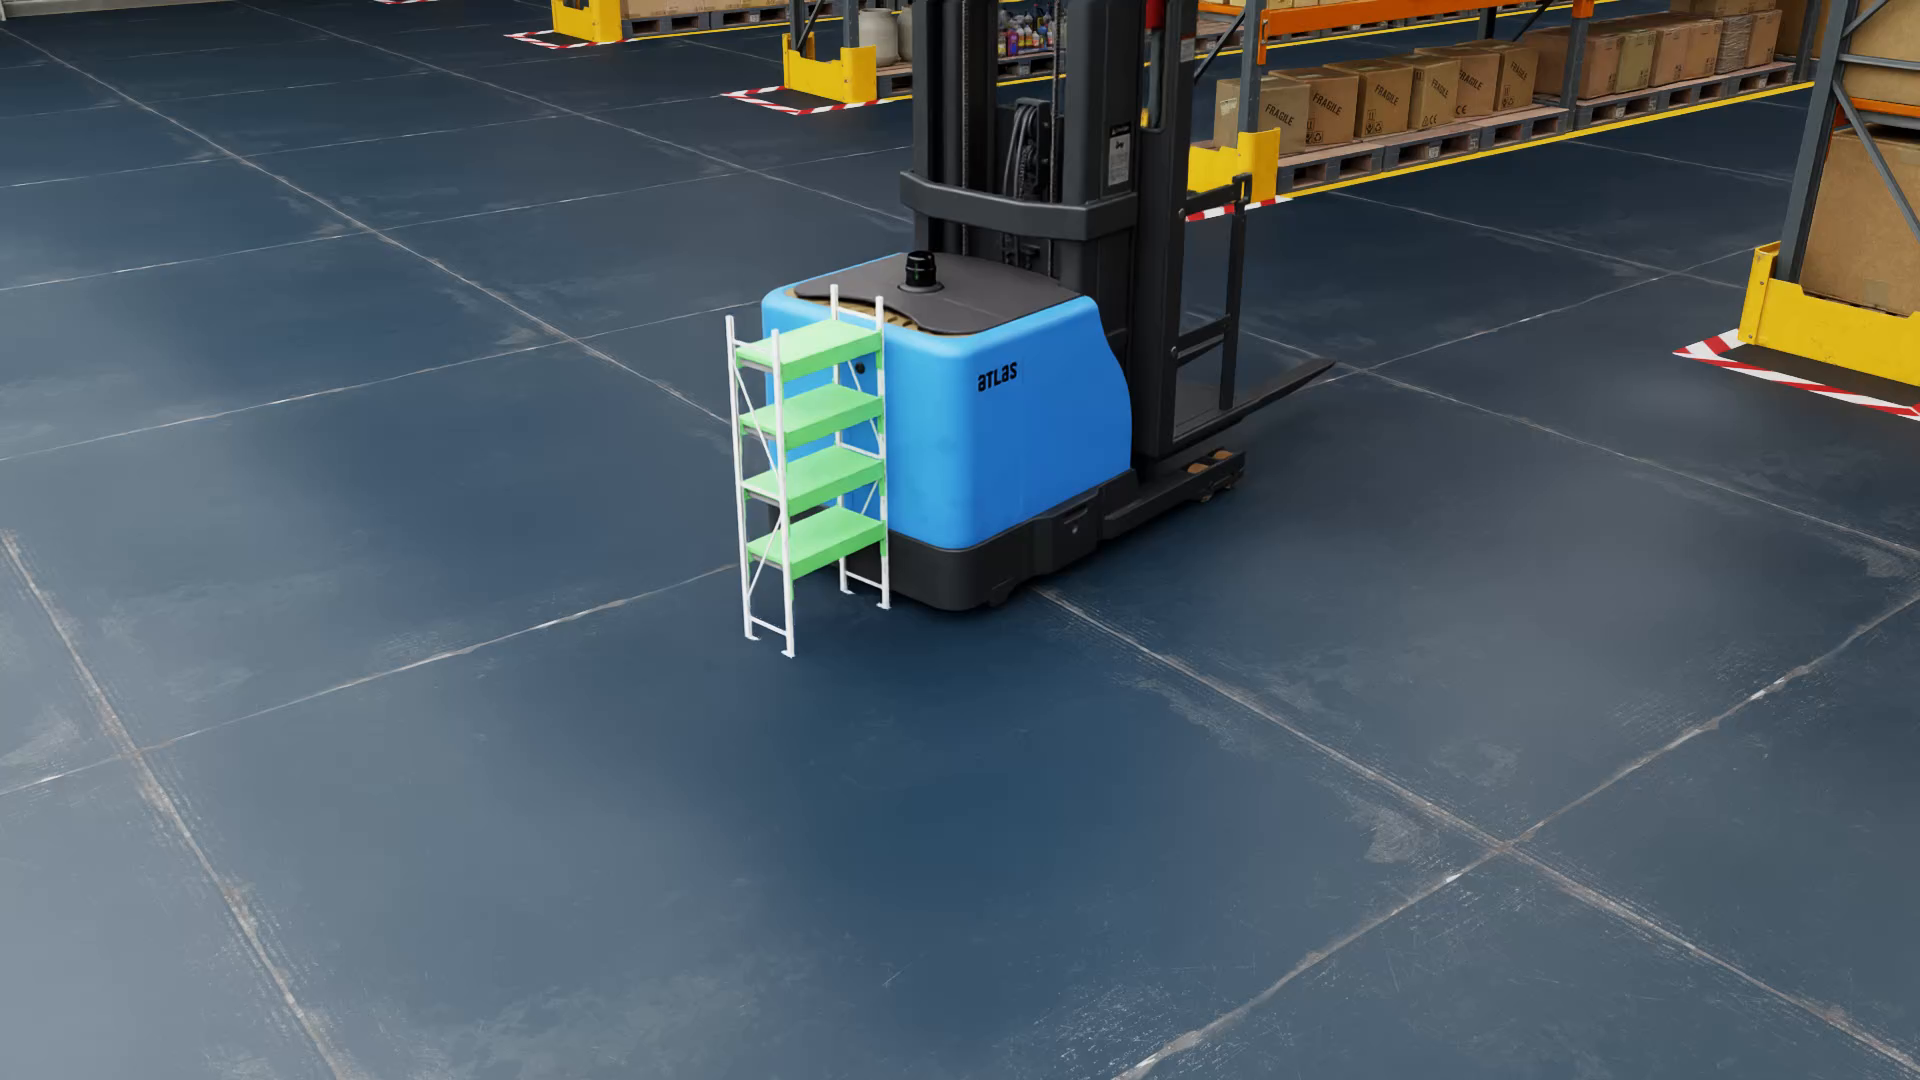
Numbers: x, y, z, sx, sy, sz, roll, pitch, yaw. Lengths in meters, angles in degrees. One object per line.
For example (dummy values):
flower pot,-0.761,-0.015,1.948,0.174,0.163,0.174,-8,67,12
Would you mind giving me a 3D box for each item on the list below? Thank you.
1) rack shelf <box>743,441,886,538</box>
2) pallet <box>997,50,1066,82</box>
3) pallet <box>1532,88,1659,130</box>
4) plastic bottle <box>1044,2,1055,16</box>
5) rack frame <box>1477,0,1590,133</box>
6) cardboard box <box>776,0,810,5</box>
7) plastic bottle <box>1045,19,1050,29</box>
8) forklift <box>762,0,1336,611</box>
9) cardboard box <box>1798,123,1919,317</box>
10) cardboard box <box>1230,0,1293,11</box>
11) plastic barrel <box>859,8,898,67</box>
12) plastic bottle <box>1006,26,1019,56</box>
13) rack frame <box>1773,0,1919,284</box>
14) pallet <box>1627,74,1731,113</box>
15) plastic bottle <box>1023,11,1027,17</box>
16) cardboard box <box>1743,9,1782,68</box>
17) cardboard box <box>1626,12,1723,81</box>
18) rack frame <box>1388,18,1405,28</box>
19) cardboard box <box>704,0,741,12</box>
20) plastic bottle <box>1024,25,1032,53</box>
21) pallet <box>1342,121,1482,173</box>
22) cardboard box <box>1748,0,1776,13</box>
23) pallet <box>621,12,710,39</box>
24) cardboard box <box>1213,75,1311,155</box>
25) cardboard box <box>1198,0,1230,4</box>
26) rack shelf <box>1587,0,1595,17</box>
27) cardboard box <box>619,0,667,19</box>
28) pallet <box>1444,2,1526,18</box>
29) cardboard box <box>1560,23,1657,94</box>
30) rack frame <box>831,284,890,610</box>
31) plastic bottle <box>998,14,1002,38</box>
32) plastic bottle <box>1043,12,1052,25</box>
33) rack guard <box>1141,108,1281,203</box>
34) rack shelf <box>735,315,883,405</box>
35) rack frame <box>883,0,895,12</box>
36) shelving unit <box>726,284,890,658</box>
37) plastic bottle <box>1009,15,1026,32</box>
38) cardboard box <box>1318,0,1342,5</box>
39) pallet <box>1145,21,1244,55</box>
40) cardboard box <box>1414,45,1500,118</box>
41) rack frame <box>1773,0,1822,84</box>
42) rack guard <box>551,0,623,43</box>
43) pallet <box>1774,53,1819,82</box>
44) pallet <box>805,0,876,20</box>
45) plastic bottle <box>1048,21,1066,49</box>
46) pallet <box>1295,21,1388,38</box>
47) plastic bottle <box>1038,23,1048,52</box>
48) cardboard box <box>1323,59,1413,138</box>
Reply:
rack shelf,-0.518,-0.184,5.872,0.258,0.148,0.480,20,32,36
pallet,0.348,-4.924,17.109,1.213,0.211,1.003,-18,31,-34
pallet,5.531,-3.965,15.044,1.213,0.211,1.003,-18,31,-34
plastic bottle,0.972,-5.594,17.865,0.185,0.351,0.144,-17,30,-33
rack frame,4.919,-5.028,14.020,0.127,3.000,1.000,-18,31,-34
cardboard box,-2.204,-6.799,20.605,0.500,0.250,0.500,-18,31,-34
plastic bottle,0.933,-5.233,17.167,0.133,0.283,0.061,-18,31,-34
forklift,0.588,-1.615,6.747,1.130,2.935,3.031,20,32,36
cardboard box,5.246,-1.744,8.970,0.875,0.875,0.875,-18,30,-34
cardboard box,2.143,-3.870,11.823,0.250,0.149,0.380,-18,31,-34
plastic barrel,-0.814,-4.888,16.174,0.421,0.512,0.421,0,25,0
plastic bottle,0.524,-5.017,16.701,0.133,0.283,0.061,-18,30,-33
rack frame,4.753,-2.319,8.184,0.127,3.000,1.000,-18,31,-34
pallet,6.492,-4.284,15.730,1.213,0.211,1.003,-18,31,-34
plastic bottle,0.668,-5.485,17.710,0.133,0.283,0.061,-17,30,-32
cardboard box,7.552,-4.952,16.303,0.500,0.500,0.700,-20,32,-37
cardboard box,6.682,-4.654,15.661,0.500,0.500,0.700,-15,29,-30
rack frame,5.011,-7.707,19.794,0.127,3.000,1.000,-18,31,-34
cardboard box,-2.994,-6.541,20.048,0.500,0.250,0.500,-18,31,-34
plastic bottle,0.683,-5.074,16.838,0.097,0.271,0.097,0,25,0
pallet,3.452,-3.258,13.519,1.213,0.211,1.003,-18,31,-34
cardboard box,7.558,-5.289,16.138,0.500,0.250,0.500,-17,30,-32
pallet,-3.762,-6.219,19.899,1.213,0.211,1.003,-18,31,-34
cardboard box,2.273,-3.202,12.556,0.500,0.500,0.500,-12,28,-25
cardboard box,1.869,-4.017,12.141,0.250,0.149,0.380,-18,31,-34
rack shelf,6.493,-5.221,15.291,4.000,0.370,1.077,-18,31,-34
cardboard box,-3.779,-6.280,19.486,0.500,0.250,0.500,-18,31,-34
pallet,6.565,-6.976,21.531,1.213,0.211,1.003,-18,31,-34
cardboard box,5.803,-4.363,15.035,0.500,0.500,0.700,-18,31,-34
rack frame,-0.358,-0.319,6.012,0.240,1.200,0.015,20,32,36
plastic bottle,0.342,-5.386,17.417,0.185,0.351,0.144,-17,30,-32
plastic bottle,0.932,-5.480,17.714,0.097,0.271,0.097,0,25,0
rack guard,1.832,-2.874,12.350,0.348,0.500,1.175,-18,31,-34
rack shelf,-0.518,-0.619,5.670,0.258,0.148,0.480,20,32,36
rack frame,-1.190,-8.310,21.093,0.127,3.000,1.000,-18,31,-34
shelving unit,-0.518,-0.242,5.845,0.258,1.200,0.503,20,32,36
plastic bottle,0.600,-5.358,17.445,0.135,0.276,0.152,-18,31,-34
cardboard box,2.558,-3.988,12.079,0.250,0.149,0.380,-18,31,-34
pallet,2.457,-5.620,18.609,1.213,0.211,1.003,-18,31,-34
cardboard box,4.134,-3.842,13.936,0.500,0.500,0.500,-9,26,-18
rack frame,8.067,-6.067,16.259,0.127,3.000,1.000,-18,31,-34
rack guard,-4.357,-6.131,19.367,0.348,0.500,1.175,-18,31,-34
pallet,8.734,-4.982,17.233,1.213,0.211,1.003,-18,31,-34
pallet,-1.842,-6.853,21.265,1.213,0.211,1.003,-18,31,-34
plastic bottle,0.999,-5.195,17.093,0.135,0.276,0.152,-18,30,-33
pallet,4.377,-6.254,19.975,1.213,0.211,1.003,-18,31,-34
plastic bottle,0.842,-5.127,16.952,0.097,0.271,0.097,0,25,0
cardboard box,3.227,-3.525,13.252,0.500,0.500,0.500,-15,29,-29
